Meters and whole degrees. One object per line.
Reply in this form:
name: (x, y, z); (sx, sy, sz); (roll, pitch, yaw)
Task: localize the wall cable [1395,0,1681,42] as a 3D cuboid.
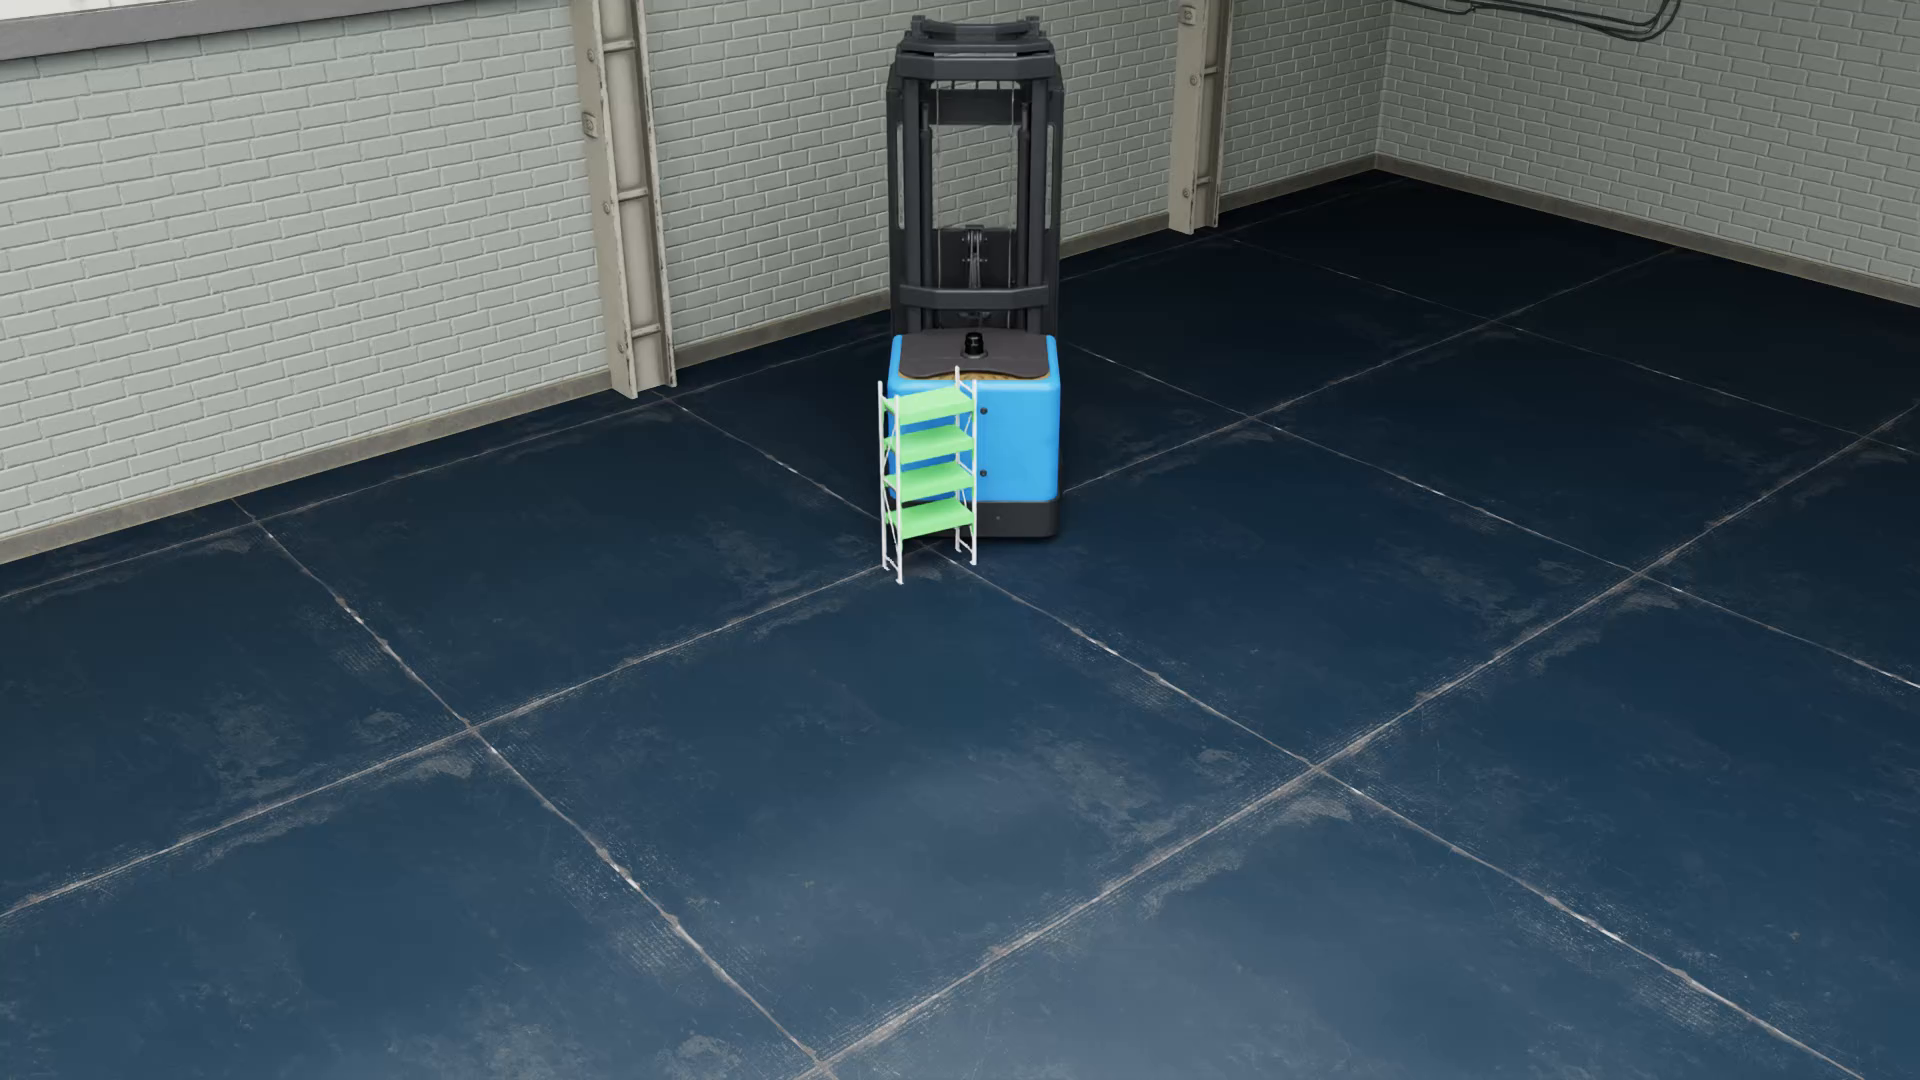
wall cable: (5.308, -6.009, 15.242); (0.112, 2.526, 3.097); (-22, 35, -35)

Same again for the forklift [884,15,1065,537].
forklift: (0.094, -1.962, 10.812); (1.130, 2.935, 3.031); (0, 28, 0)

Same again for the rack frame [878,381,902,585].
rack frame: (-0.401, -0.317, 9.571); (0.015, 1.200, 0.240); (-14, 31, -24)

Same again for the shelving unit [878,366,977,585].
shelving unit: (-0.184, -0.370, 9.669); (0.503, 1.200, 0.258); (-14, 31, -24)

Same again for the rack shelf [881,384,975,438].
rack shelf: (-0.184, -0.737, 9.473); (0.480, 0.148, 0.258); (-14, 31, -24)

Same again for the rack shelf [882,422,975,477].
rack shelf: (-0.184, -0.525, 9.586); (0.480, 0.148, 0.258); (-14, 31, -24)

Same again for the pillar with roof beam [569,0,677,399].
pillar with roof beam: (0.438, -3.573, 7.388); (0.400, 9.000, 9.100); (-22, 35, -35)

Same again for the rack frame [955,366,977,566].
rack frame: (0.034, -0.422, 9.767); (0.015, 1.200, 0.240); (-14, 31, -24)

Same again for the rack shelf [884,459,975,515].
rack shelf: (-0.184, -0.314, 9.699); (0.480, 0.148, 0.258); (-14, 31, -24)

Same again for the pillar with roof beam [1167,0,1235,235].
pillar with roof beam: (5.003, -5.408, 10.822); (0.400, 9.000, 9.100); (-22, 35, -35)

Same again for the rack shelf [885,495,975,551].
rack shelf: (-0.184, -0.102, 9.812); (0.480, 0.148, 0.258); (-14, 31, -24)
